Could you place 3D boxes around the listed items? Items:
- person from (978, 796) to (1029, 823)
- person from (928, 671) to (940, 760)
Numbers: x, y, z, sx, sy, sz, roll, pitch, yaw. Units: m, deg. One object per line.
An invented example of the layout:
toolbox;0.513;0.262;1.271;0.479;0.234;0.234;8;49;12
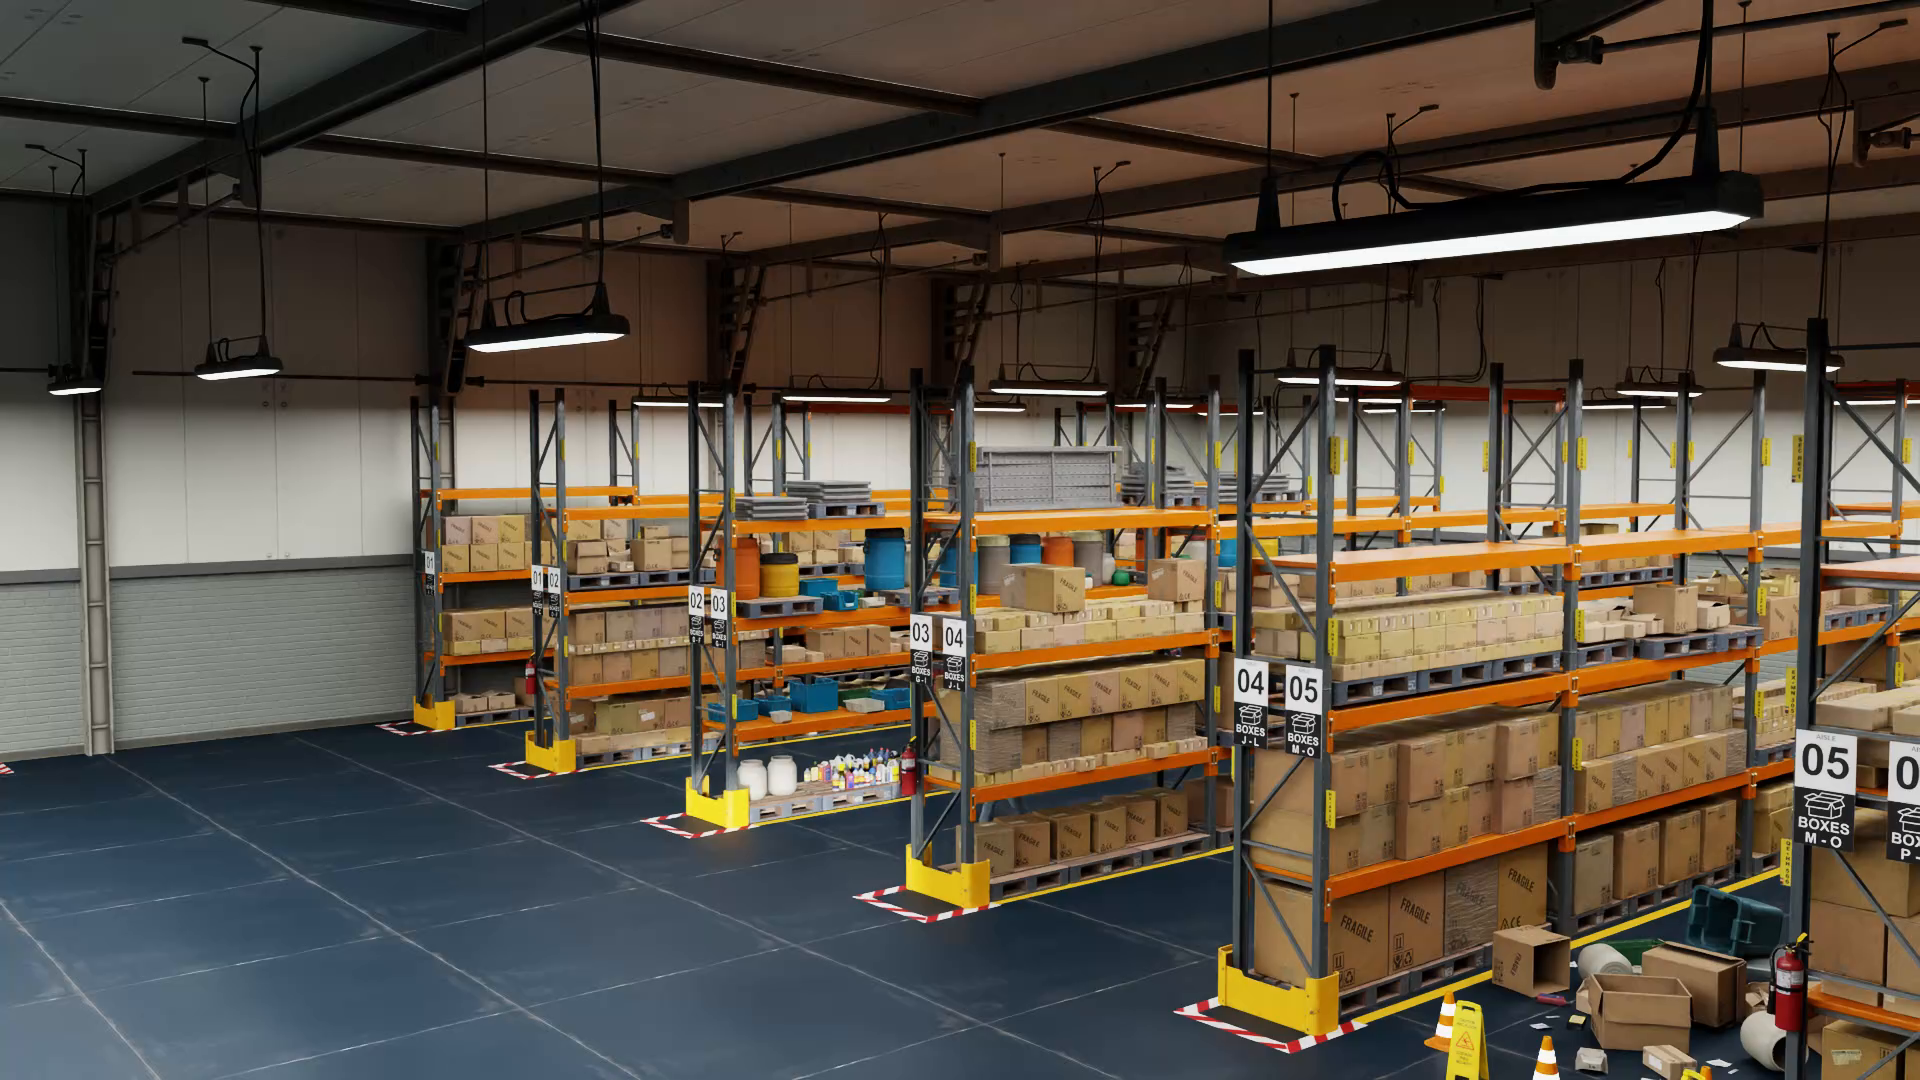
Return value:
person;0.505;3.025;21.323;1.003;1.711;0.582;-2;4;-26
person;-0.386;2.730;26.977;0.625;1.706;0.600;-1;4;-22
